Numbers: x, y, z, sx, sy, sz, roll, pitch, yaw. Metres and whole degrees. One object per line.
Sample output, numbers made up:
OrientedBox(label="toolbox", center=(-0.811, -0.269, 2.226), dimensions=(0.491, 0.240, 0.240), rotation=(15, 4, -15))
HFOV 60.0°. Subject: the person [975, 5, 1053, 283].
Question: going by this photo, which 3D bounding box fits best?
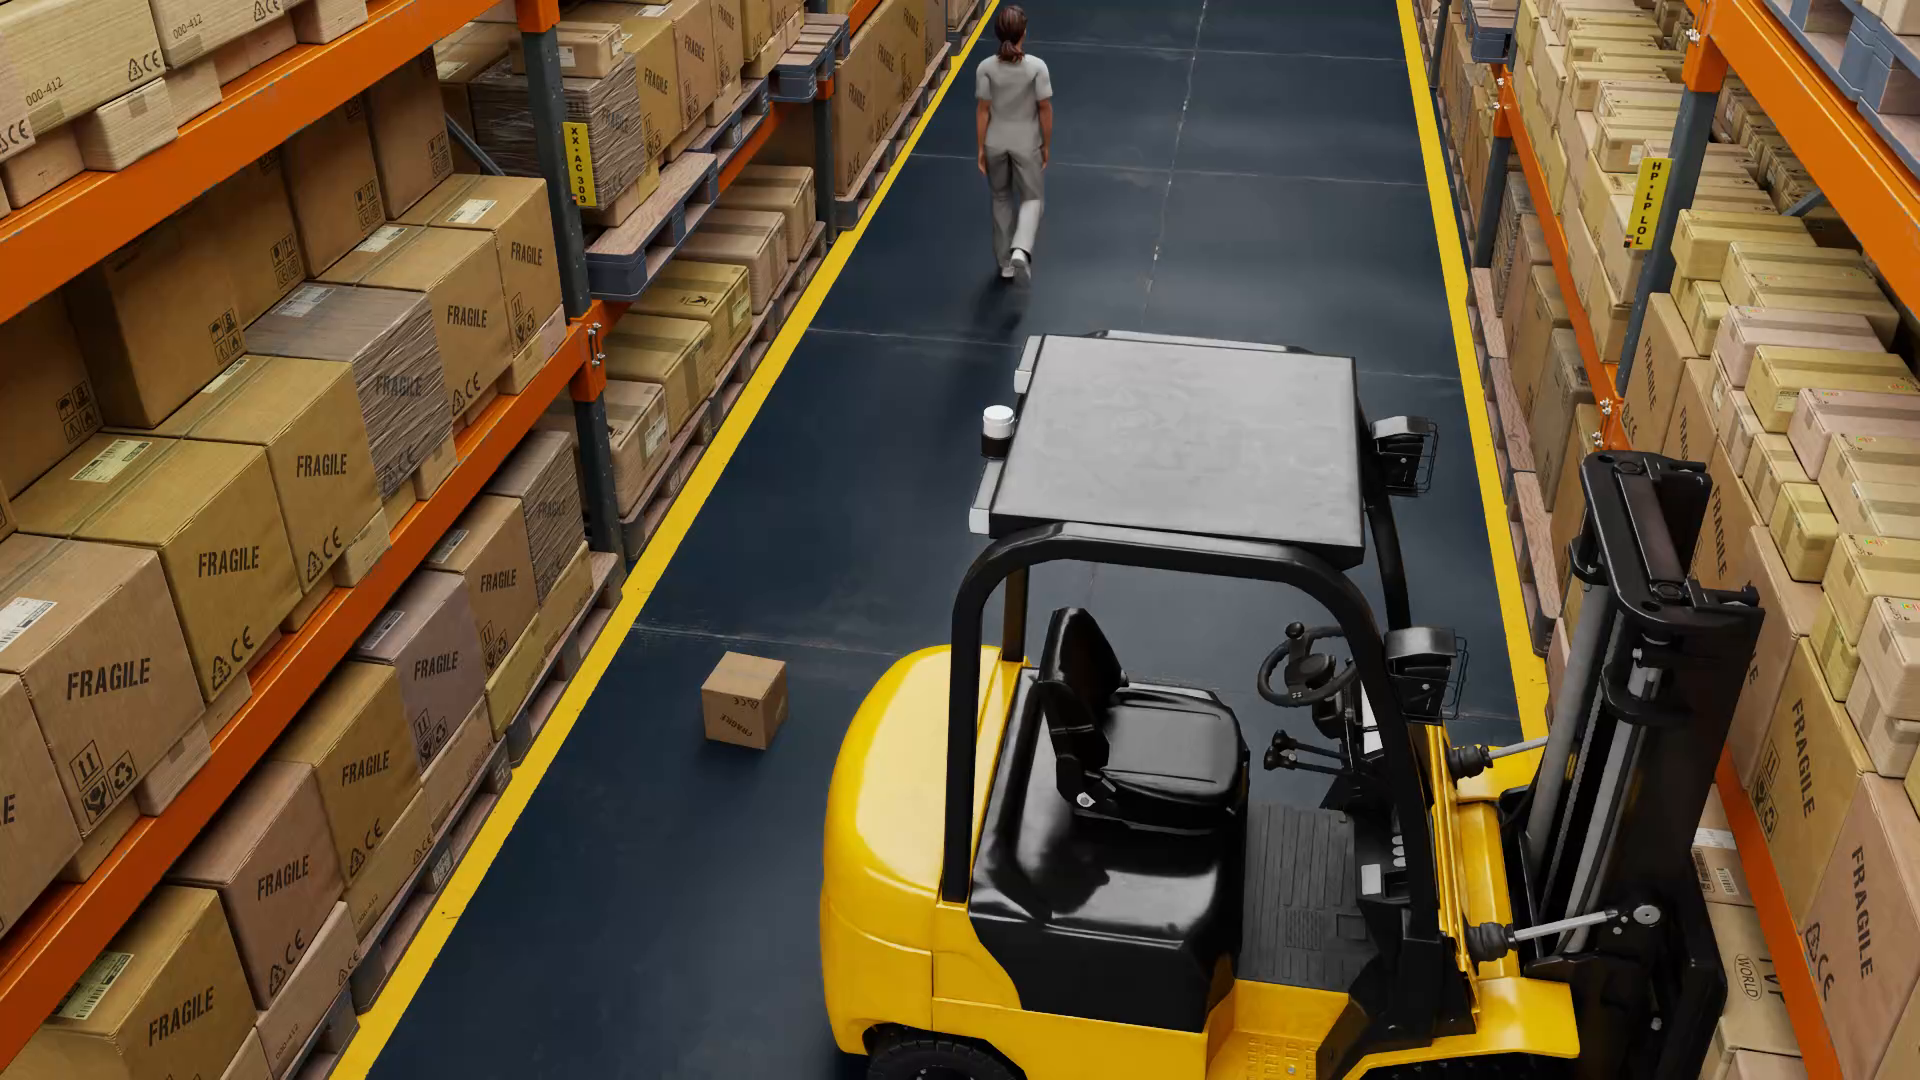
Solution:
OrientedBox(label="person", center=(0.308, -2.266, 9.671), dimensions=(0.443, 1.651, 0.713), rotation=(4, 33, 6))
